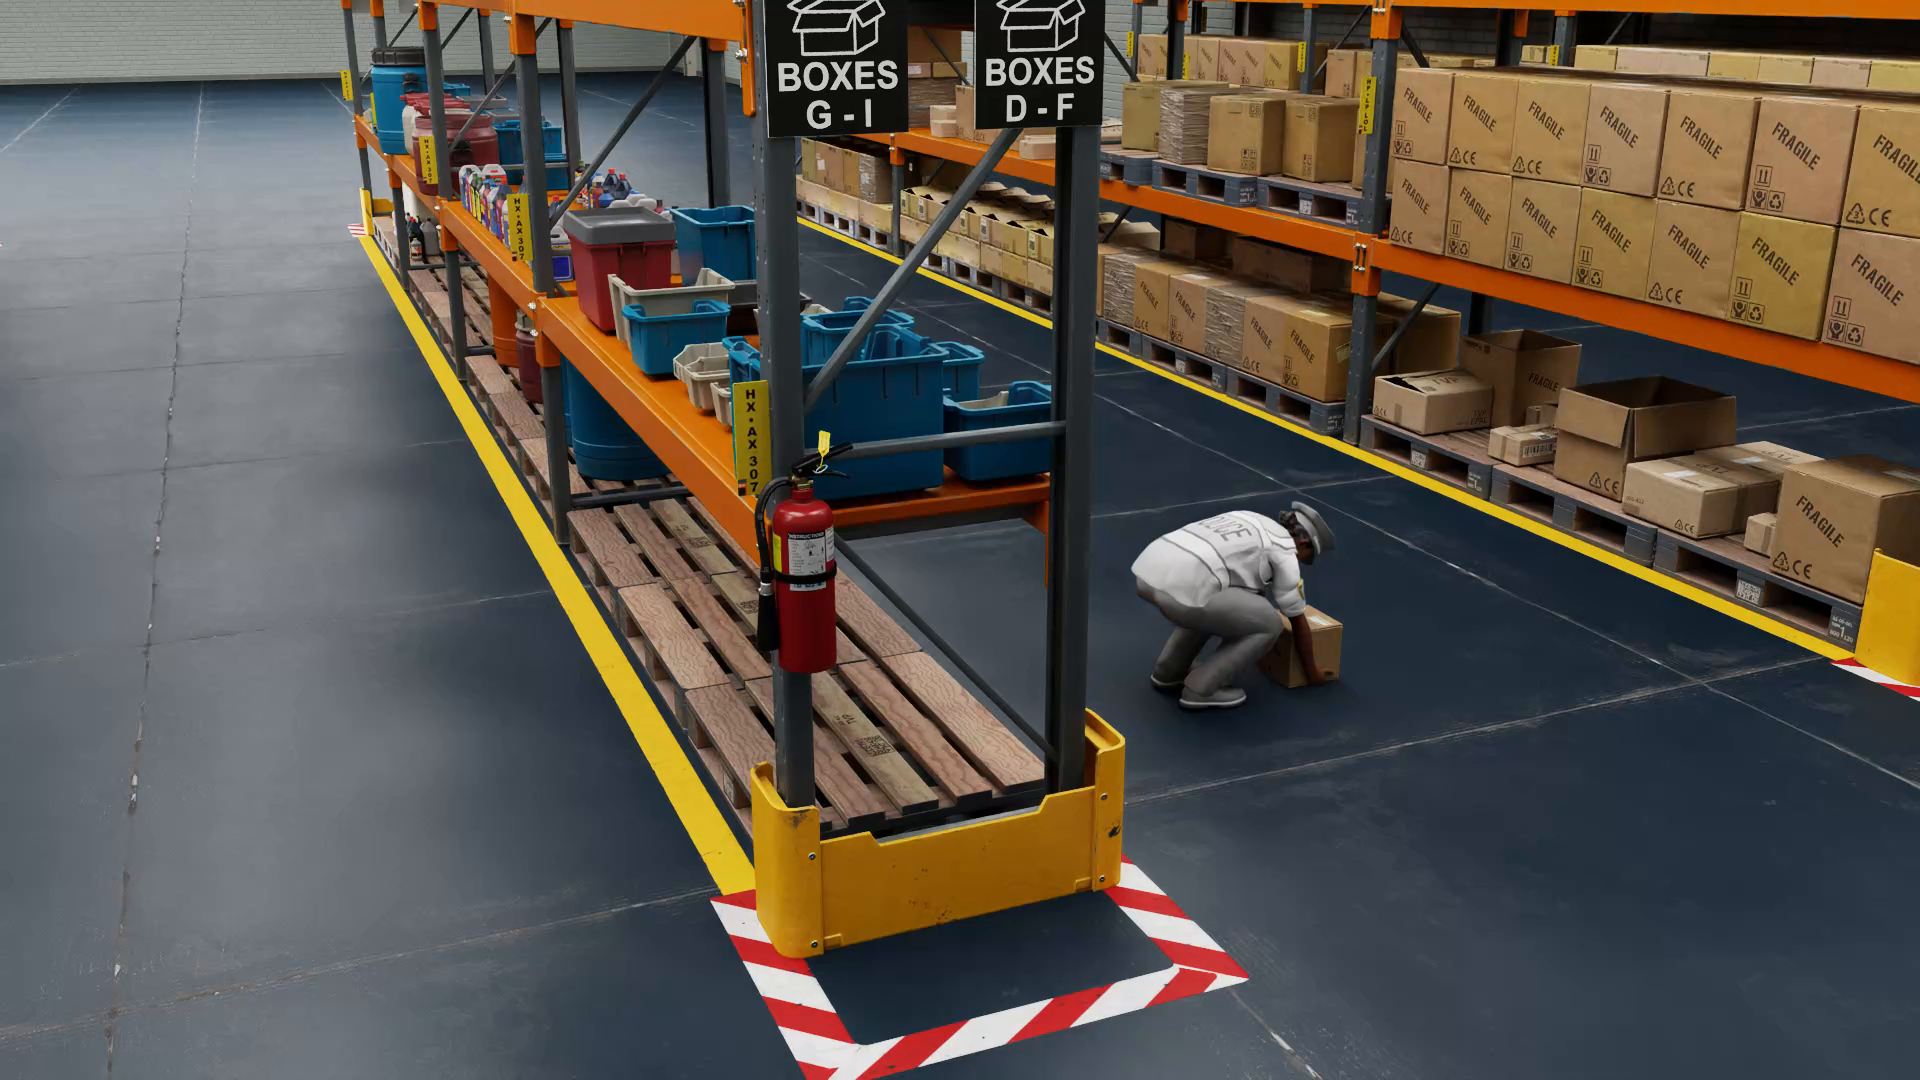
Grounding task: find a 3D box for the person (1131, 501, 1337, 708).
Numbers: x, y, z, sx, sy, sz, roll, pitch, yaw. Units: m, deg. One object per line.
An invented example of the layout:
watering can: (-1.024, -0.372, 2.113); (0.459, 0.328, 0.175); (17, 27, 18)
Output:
person: (1.138, 0.264, 6.828); (0.926, 0.763, 0.457); (-8, 21, -23)
